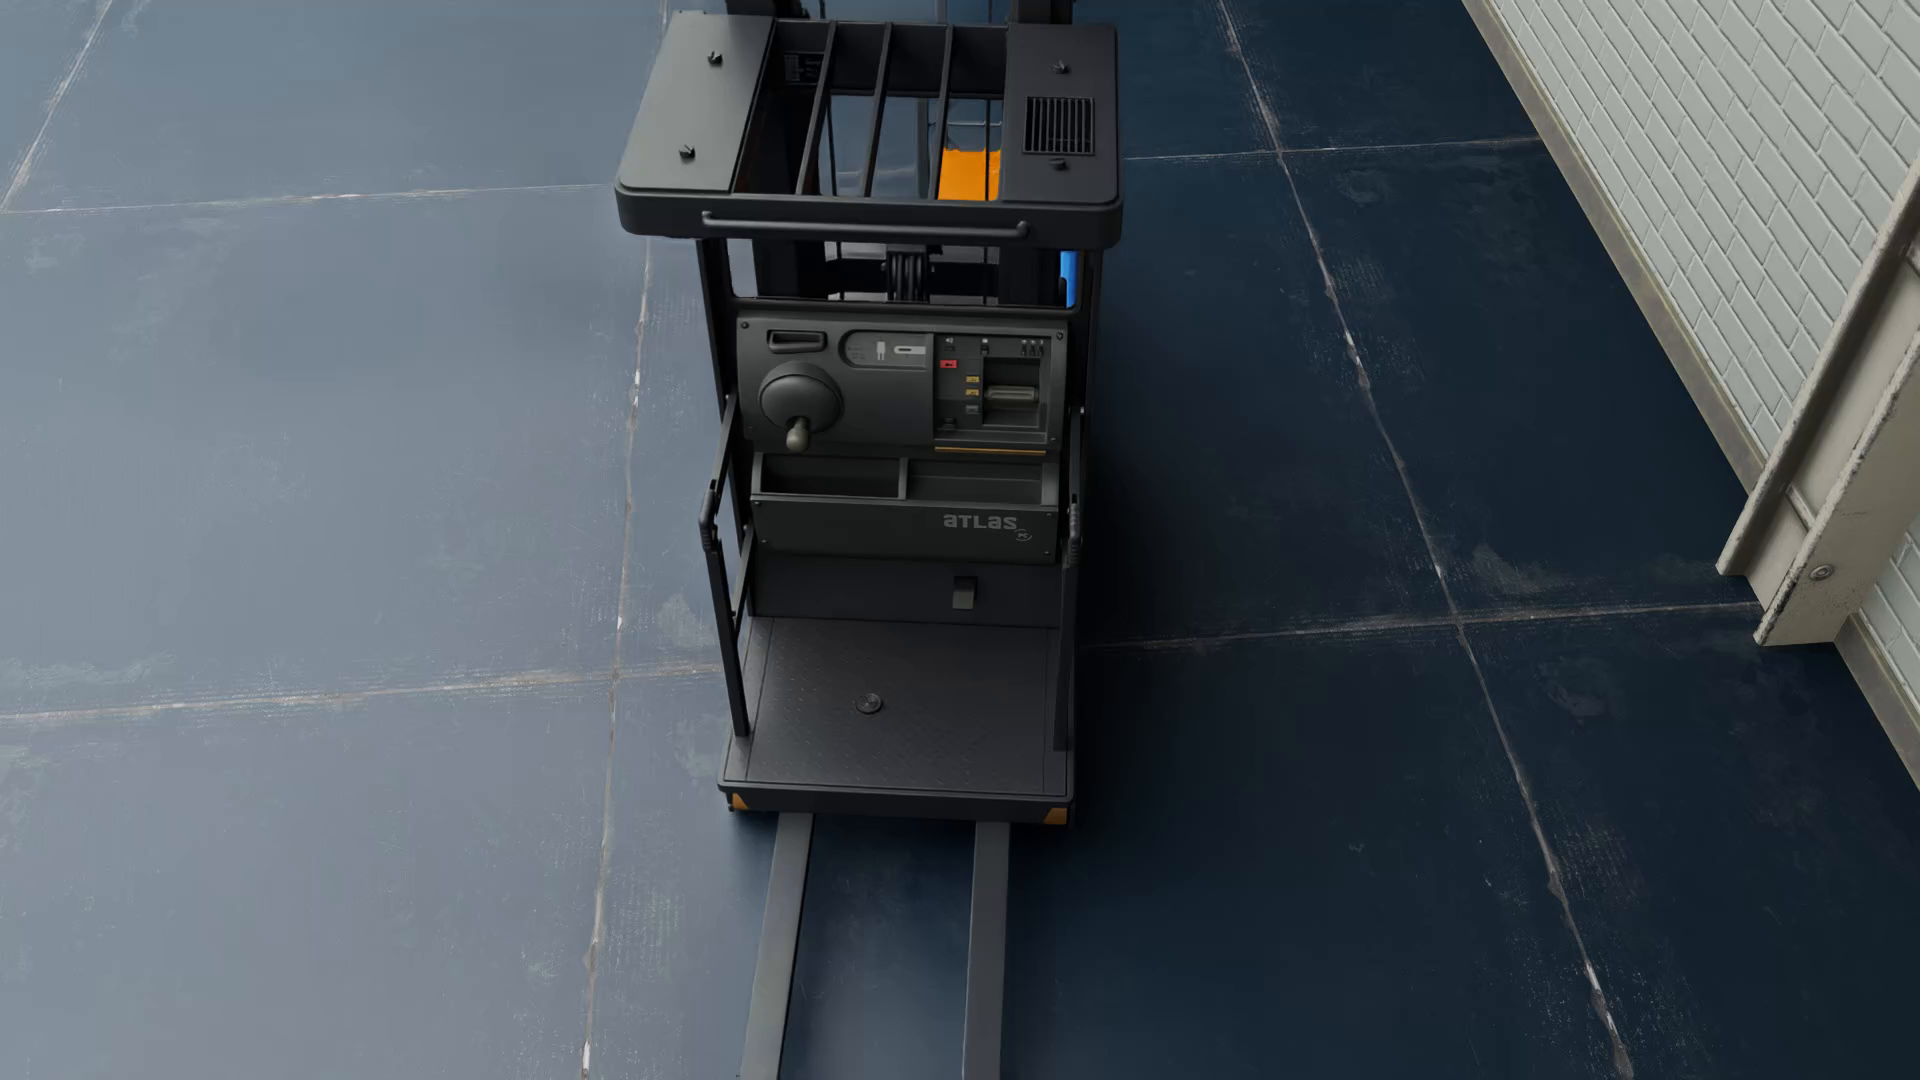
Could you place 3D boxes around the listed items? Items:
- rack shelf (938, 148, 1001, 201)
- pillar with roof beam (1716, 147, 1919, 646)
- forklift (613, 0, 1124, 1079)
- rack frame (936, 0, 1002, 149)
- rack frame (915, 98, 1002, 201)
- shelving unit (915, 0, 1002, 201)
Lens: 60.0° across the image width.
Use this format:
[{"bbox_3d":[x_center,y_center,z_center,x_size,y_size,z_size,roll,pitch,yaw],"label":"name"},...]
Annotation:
[{"bbox_3d":[0.128,-1.215,6.615,0.538,0.185,1.000,2,47,2],"label":"rack shelf"},{"bbox_3d":[-1.321,-2.610,2.524,9.100,9.000,0.400,-3,47,-3],"label":"pillar with roof beam"},{"bbox_3d":[-0.174,-0.340,4.553,1.130,2.935,3.031,2,47,2],"label":"forklift"},{"bbox_3d":[0.156,-1.707,6.834,0.500,1.500,0.032,2,47,2],"label":"rack frame"},{"bbox_3d":[0.100,-0.970,6.135,0.500,1.500,0.032,2,47,2],"label":"rack frame"},{"bbox_3d":[0.127,-1.332,6.478,0.587,1.500,1.083,2,47,2],"label":"shelving unit"}]
